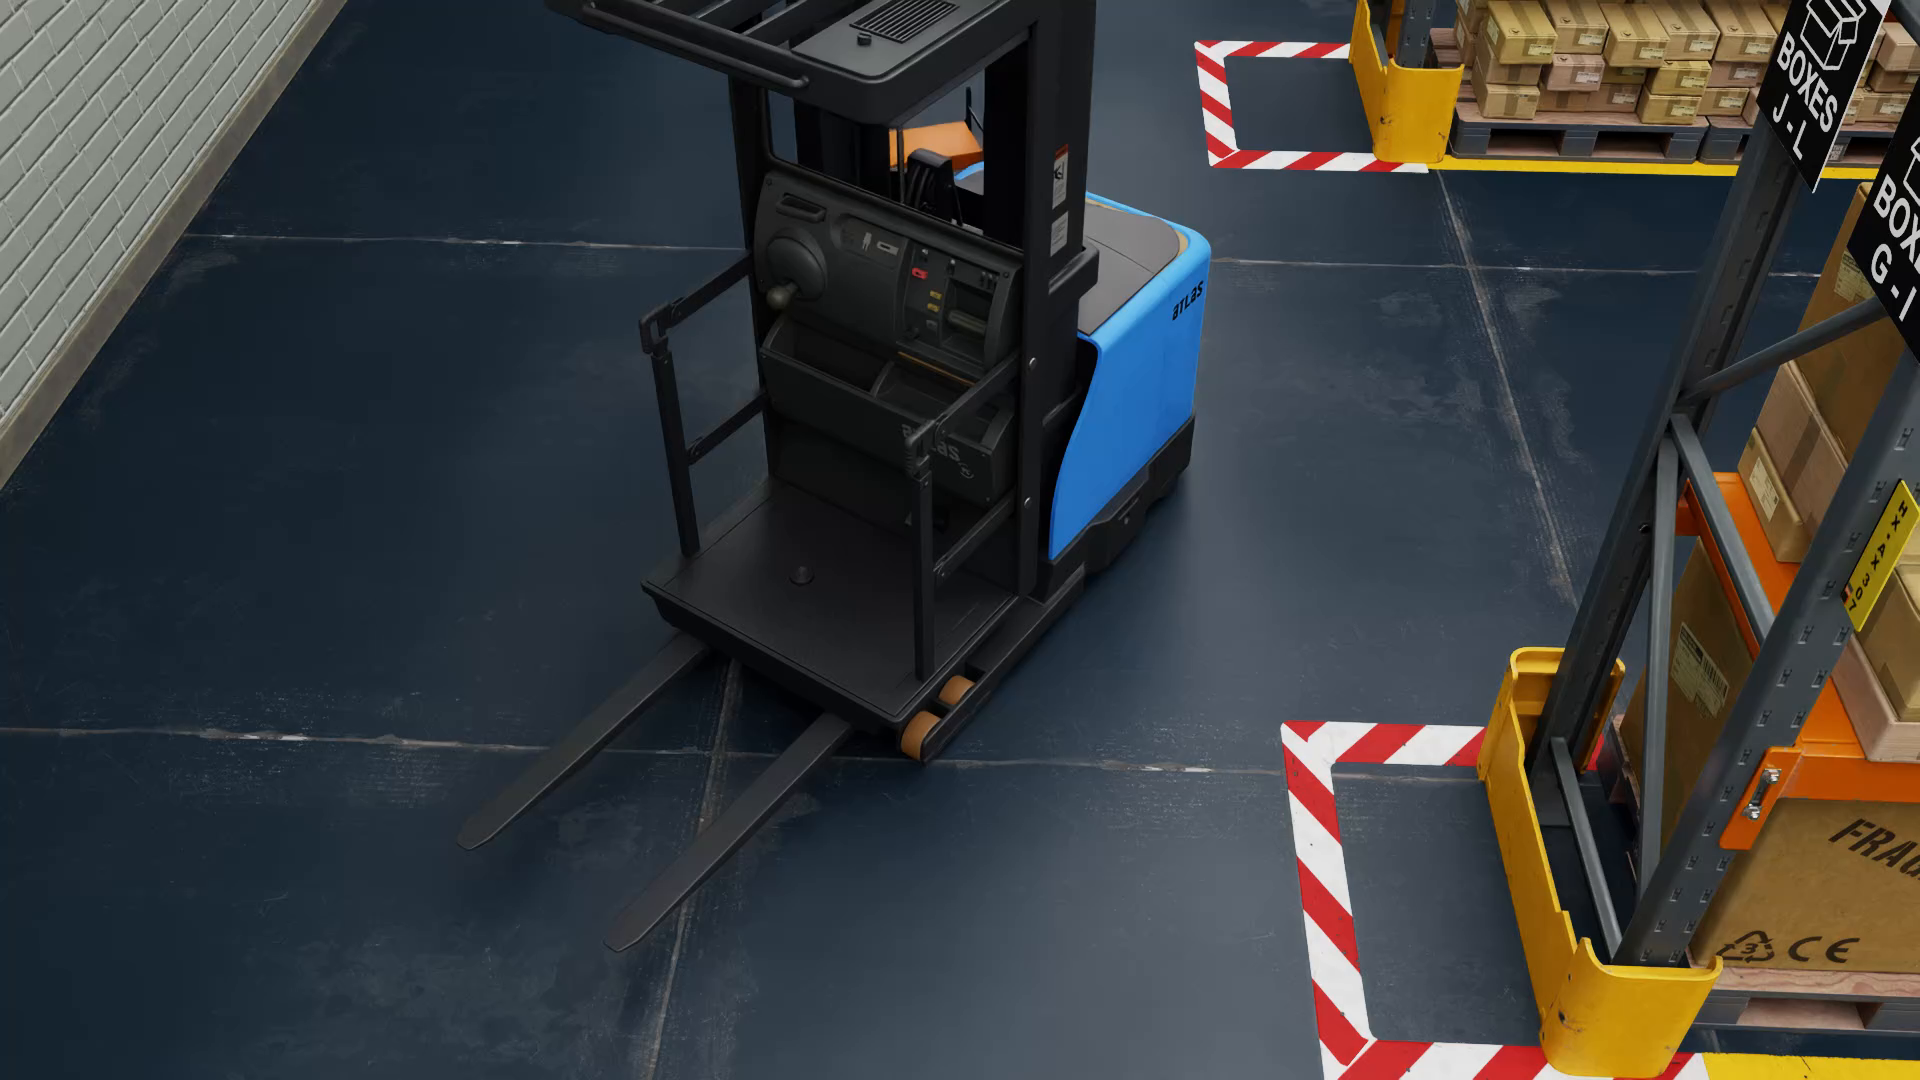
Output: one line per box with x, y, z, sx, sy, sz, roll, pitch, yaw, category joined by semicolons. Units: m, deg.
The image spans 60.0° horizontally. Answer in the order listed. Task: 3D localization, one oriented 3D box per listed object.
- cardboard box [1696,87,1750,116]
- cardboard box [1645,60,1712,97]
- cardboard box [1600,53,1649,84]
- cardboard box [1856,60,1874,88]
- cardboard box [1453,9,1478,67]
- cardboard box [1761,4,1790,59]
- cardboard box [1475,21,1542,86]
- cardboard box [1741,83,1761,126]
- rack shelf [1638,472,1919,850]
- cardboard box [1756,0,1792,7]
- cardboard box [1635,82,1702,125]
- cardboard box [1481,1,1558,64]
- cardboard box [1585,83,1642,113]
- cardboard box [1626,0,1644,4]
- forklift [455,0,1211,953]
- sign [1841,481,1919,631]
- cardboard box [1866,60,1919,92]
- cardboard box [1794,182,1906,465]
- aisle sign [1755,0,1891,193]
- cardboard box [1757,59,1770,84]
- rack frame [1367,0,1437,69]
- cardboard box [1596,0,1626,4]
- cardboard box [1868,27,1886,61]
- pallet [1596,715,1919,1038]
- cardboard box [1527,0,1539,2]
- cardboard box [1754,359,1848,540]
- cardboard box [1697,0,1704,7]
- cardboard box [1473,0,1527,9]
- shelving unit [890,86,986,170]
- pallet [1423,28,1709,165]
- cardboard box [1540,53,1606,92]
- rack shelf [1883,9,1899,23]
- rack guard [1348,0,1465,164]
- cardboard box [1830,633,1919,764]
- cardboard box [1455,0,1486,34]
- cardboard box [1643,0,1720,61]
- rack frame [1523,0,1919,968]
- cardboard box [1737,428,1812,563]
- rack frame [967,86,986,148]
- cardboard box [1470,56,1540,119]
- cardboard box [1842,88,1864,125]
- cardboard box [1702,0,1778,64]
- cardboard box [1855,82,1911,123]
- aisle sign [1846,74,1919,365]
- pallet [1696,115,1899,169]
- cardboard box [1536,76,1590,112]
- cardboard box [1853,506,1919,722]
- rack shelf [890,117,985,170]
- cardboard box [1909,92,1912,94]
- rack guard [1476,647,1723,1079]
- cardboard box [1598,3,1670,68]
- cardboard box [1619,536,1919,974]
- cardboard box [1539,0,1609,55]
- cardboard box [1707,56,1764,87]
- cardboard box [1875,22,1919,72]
3.722;-2.267;8.266;0.250;0.149;0.380;2;43;2;cardboard box
3.473;-2.323;8.109;0.250;0.149;0.380;3;43;3;cardboard box
3.222;-2.405;8.196;0.250;0.149;0.380;2;43;2;cardboard box
4.285;-2.385;8.174;0.250;0.149;0.380;4;43;4;cardboard box
2.726;-2.607;8.631;0.250;0.149;0.380;2;43;3;cardboard box
4.014;-2.425;7.999;0.250;0.149;0.380;2;43;3;cardboard box
2.702;-2.399;8.190;0.250;0.149;0.380;3;43;4;cardboard box
3.967;-2.200;8.194;0.250;0.149;0.380;0;43;0;cardboard box
3.864;0.328;4.225;4.000;0.370;1.077;2;43;2;rack shelf
4.028;-2.782;8.383;0.250;0.149;0.380;0;43;0;cardboard box
3.463;-2.209;8.205;0.250;0.149;0.380;2;43;2;cardboard box
2.698;-2.451;8.028;0.250;0.149;0.380;0;43;0;cardboard box
3.213;-2.292;8.293;0.250;0.149;0.380;2;43;2;cardboard box
3.499;-2.836;8.441;0.250;0.149;0.380;0;43;0;cardboard box
-0.363;-0.722;4.875;1.130;2.935;3.031;26;49;25;forklift
1.835;0.036;3.318;0.005;0.325;0.100;2;43;2;sign
4.550;-2.348;8.135;0.250;0.149;0.380;0;43;0;cardboard box
2.365;-0.489;3.916;0.500;0.500;0.500;2;43;2;cardboard box
1.808;-1.154;3.381;0.004;0.787;0.394;2;43;2;aisle sign
4.015;-2.400;8.191;0.250;0.149;0.380;4;43;4;cardboard box
2.190;-3.371;7.668;0.127;3.000;1.000;2;43;2;rack frame
3.243;-2.887;8.495;0.250;0.149;0.380;1;43;1;cardboard box
4.269;-2.482;8.061;0.250;0.149;0.380;2;43;2;cardboard box
2.668;0.995;5.027;1.213;0.211;1.003;2;43;2;pallet
2.979;-2.808;8.411;0.250;0.149;0.380;3;43;3;cardboard box
2.362;-0.216;4.173;0.500;0.250;0.500;1;43;1;cardboard box
3.770;-2.866;8.472;0.250;0.149;0.380;3;43;3;cardboard box
2.731;-2.855;8.461;0.250;0.149;0.380;2;43;2;cardboard box
-0.165;-1.169;6.625;0.503;1.200;0.258;-12;44;-12;shelving unit
3.076;-2.299;8.563;1.213;0.211;1.003;2;43;2;pallet
2.973;-2.352;8.140;0.250;0.149;0.380;2;43;2;cardboard box
3.864;-0.769;3.202;4.000;0.370;1.077;2;43;2;rack shelf
2.266;-2.454;8.517;0.348;0.500;1.175;2;43;2;rack guard
2.206;0.331;3.878;0.250;0.149;0.380;2;43;2;cardboard box
2.730;-2.768;8.586;0.250;0.149;0.380;1;43;1;cardboard box
3.477;-2.479;8.057;0.250;0.149;0.380;0;43;0;cardboard box
1.866;0.004;4.046;0.127;3.000;1.000;2;43;2;rack frame
2.237;-0.118;4.360;0.250;0.149;0.380;3;43;3;cardboard box
0.069;-1.218;6.677;0.015;1.200;0.240;-12;44;-12;rack frame
2.699;-2.247;8.245;0.250;0.149;0.380;3;43;3;cardboard box
4.245;-2.209;8.204;0.250;0.149;0.380;2;43;2;cardboard box
3.753;-2.464;8.041;0.250;0.149;0.380;3;43;4;cardboard box
4.488;-2.224;8.220;0.250;0.149;0.380;3;43;3;cardboard box
1.781;-0.746;2.942;0.004;0.787;0.394;2;43;2;aisle sign
4.292;-2.260;8.521;1.213;0.211;1.003;2;43;2;pallet
2.964;-2.295;8.296;0.250;0.149;0.380;2;43;2;cardboard box
2.333;0.148;3.782;0.500;0.250;0.500;1;43;1;cardboard box
-0.165;-1.457;6.357;0.480;0.148;0.258;-12;44;-12;rack shelf
4.745;-2.170;8.162;0.250;0.149;0.380;2;43;2;cardboard box
1.842;0.917;4.898;0.348;0.500;1.175;2;43;2;rack guard
3.225;-2.430;8.005;0.250;0.149;0.380;2;43;2;cardboard box
2.509;0.593;4.664;0.875;0.875;0.875;2;43;2;cardboard box
2.979;-2.525;8.107;0.250;0.149;0.380;2;43;3;cardboard box
3.742;-2.380;8.169;0.250;0.149;0.380;0;43;0;cardboard box
4.513;-2.400;7.972;0.250;0.149;0.380;0;43;0;cardboard box
